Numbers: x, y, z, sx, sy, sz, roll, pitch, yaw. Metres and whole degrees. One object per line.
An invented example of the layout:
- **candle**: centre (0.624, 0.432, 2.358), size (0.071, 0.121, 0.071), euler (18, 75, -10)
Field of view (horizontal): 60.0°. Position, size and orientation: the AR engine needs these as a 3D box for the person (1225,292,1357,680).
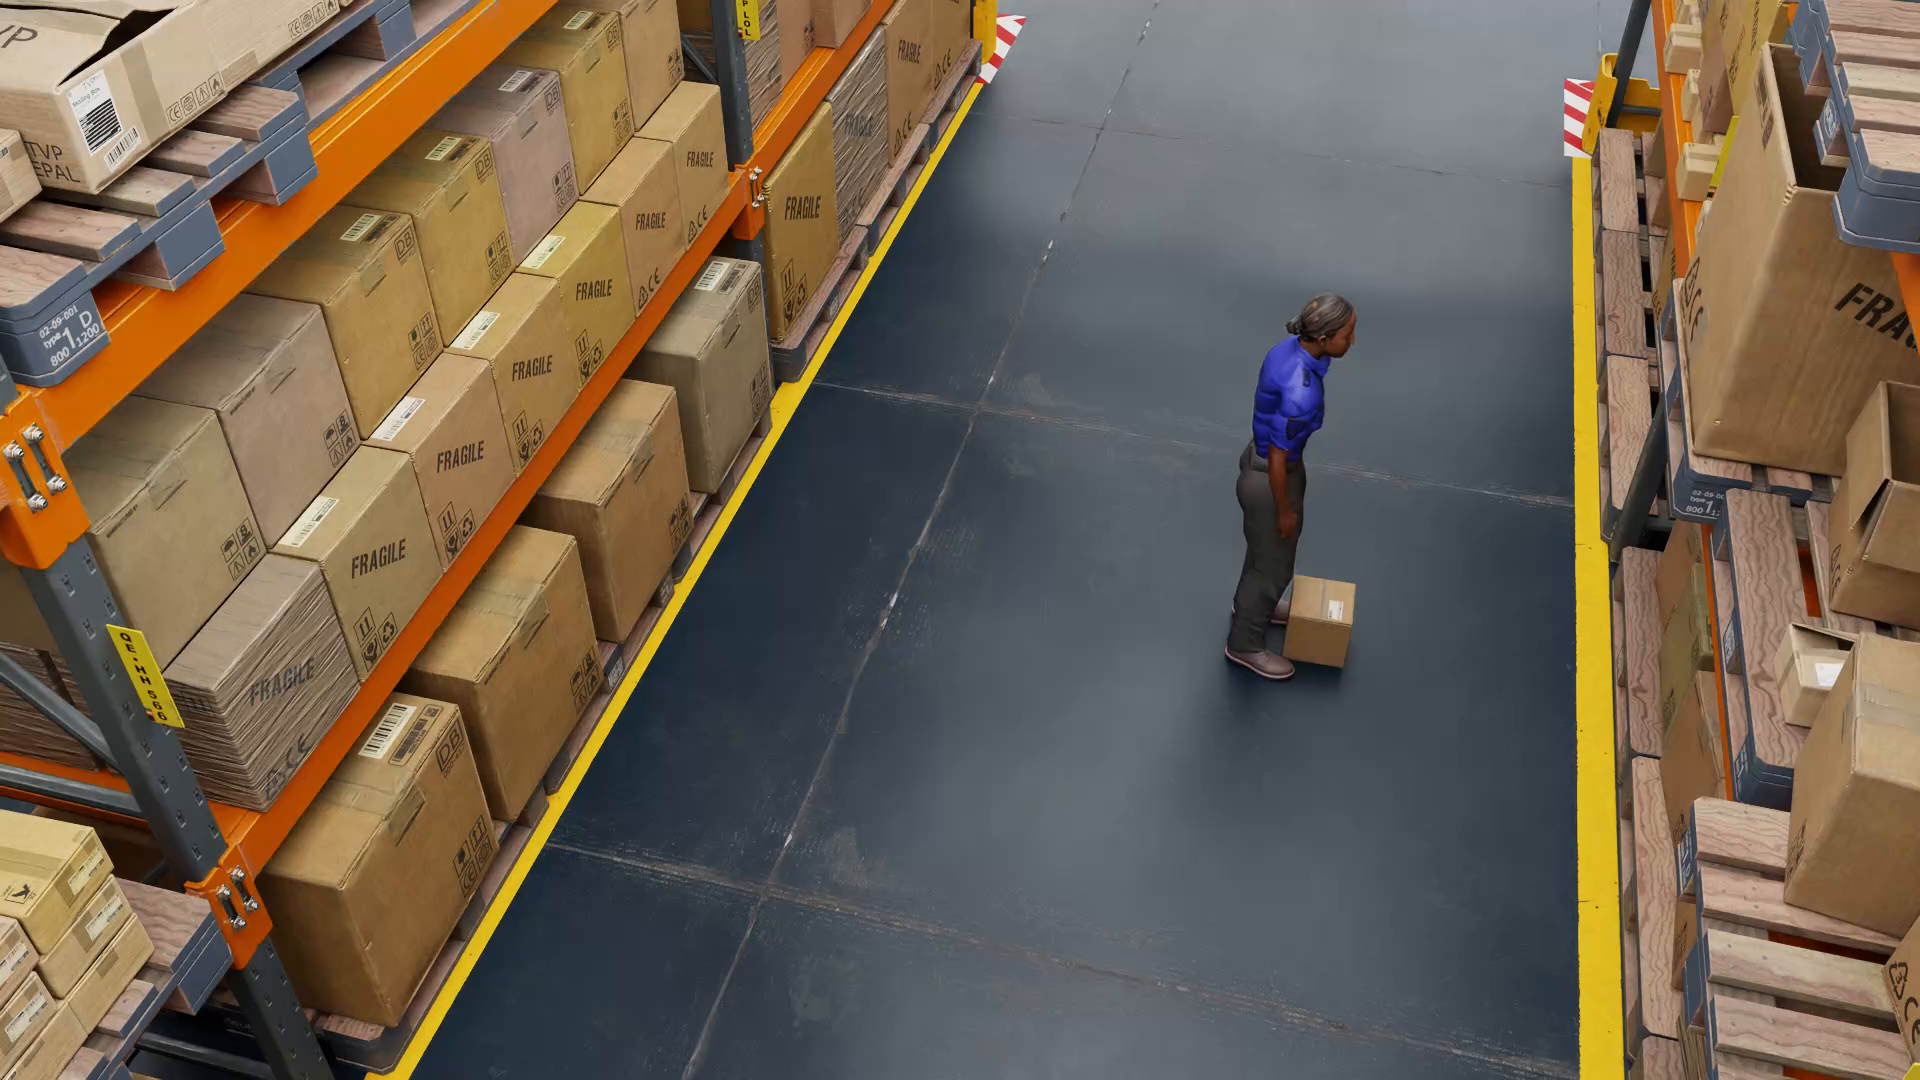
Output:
- **person**: centre (1.248, -0.229, 6.424), size (0.352, 1.653, 0.530), euler (8, 42, 9)
